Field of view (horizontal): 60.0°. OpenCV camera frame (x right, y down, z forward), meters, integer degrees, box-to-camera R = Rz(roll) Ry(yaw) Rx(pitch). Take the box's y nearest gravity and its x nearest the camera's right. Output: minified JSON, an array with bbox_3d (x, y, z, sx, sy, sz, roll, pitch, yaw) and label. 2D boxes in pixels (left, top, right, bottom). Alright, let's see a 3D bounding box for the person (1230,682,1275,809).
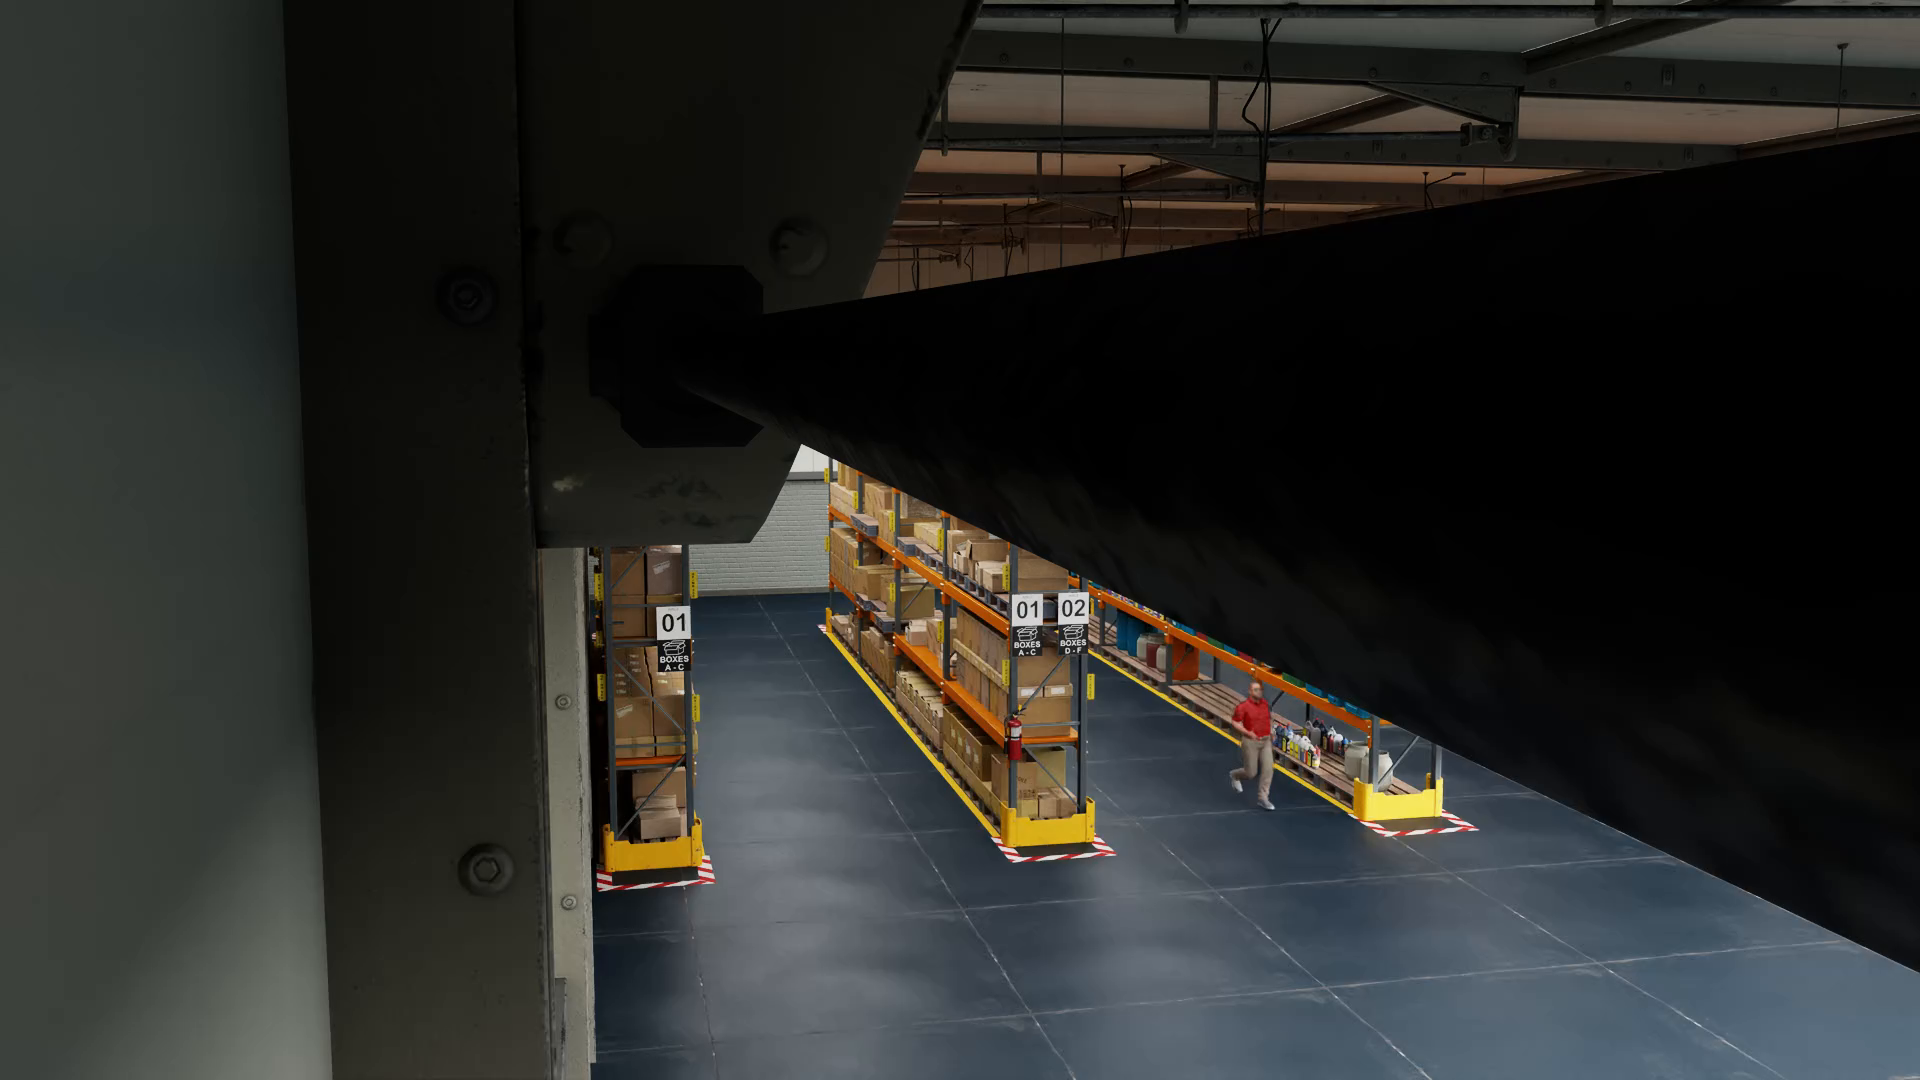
[{"bbox_3d":[4.049,2.786,22.779,0.665,1.684,0.858,-3,7,-23],"label":"person"}]
